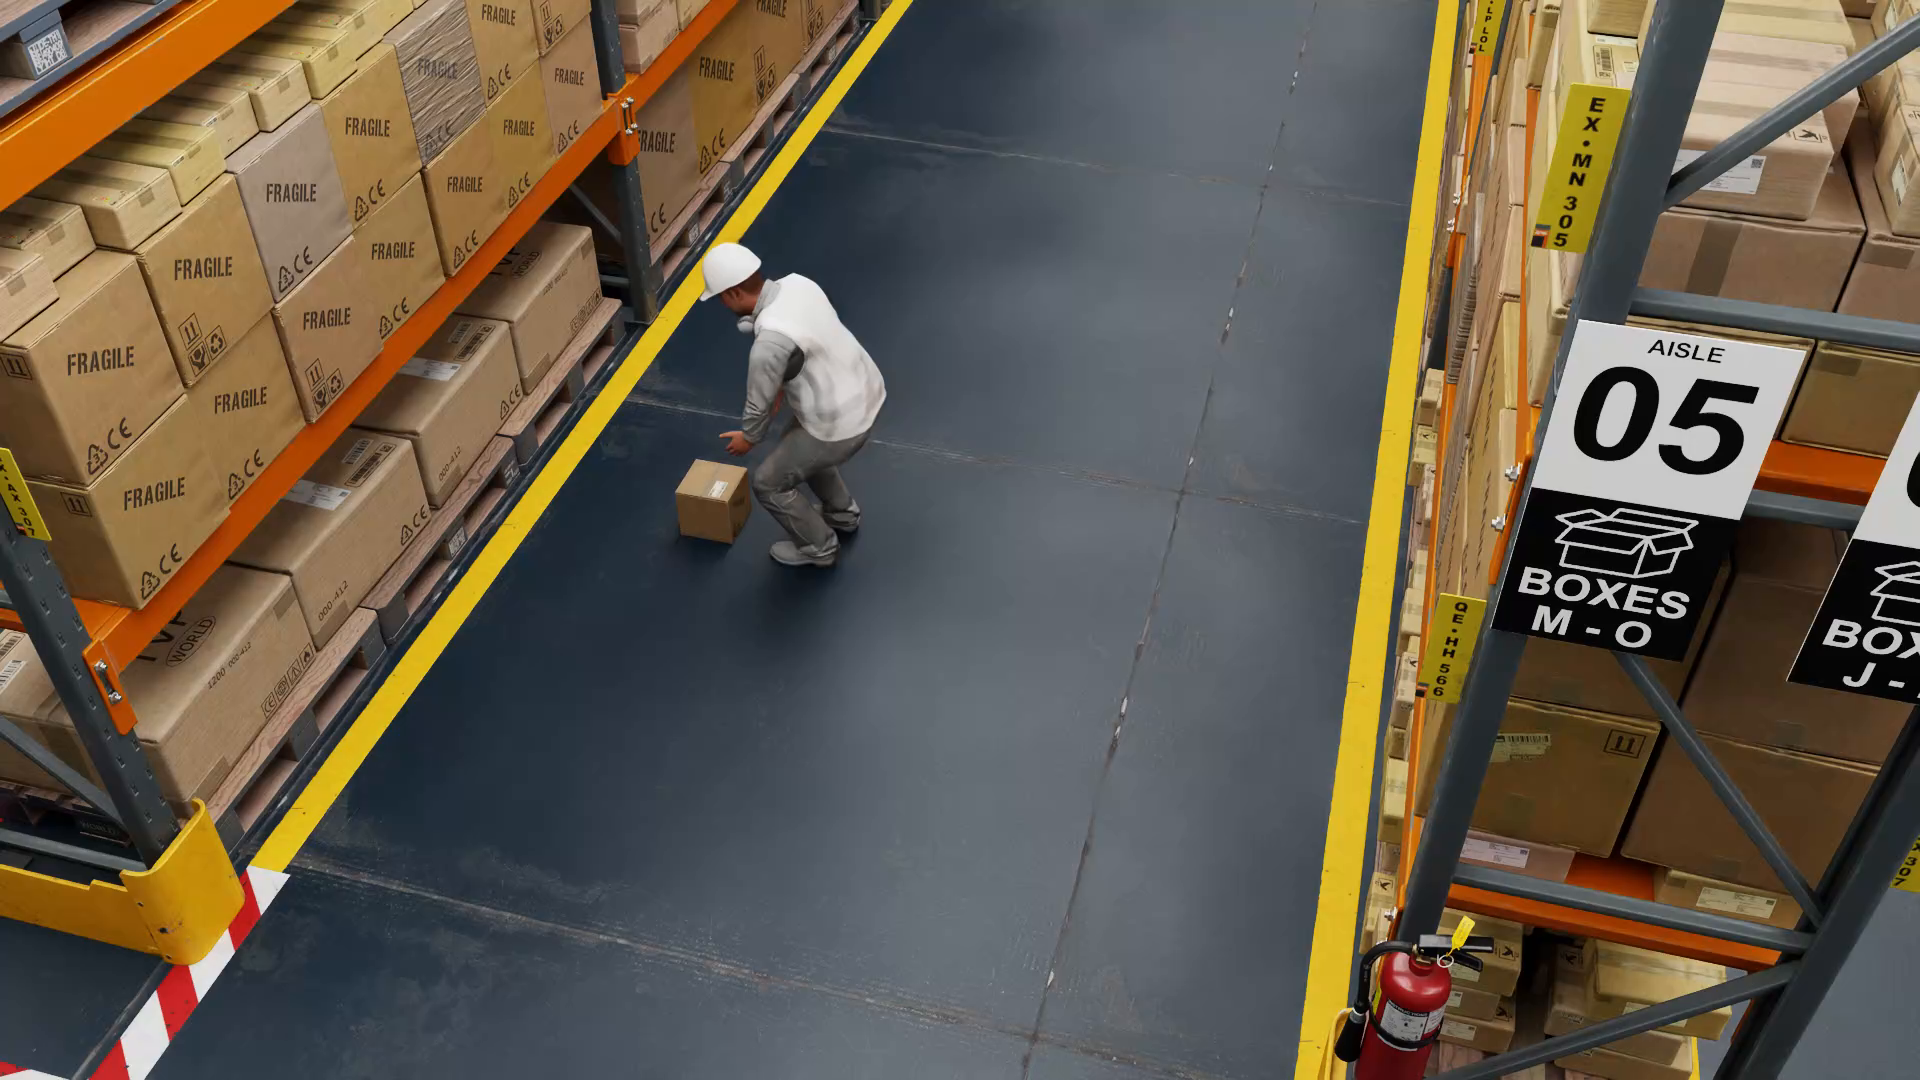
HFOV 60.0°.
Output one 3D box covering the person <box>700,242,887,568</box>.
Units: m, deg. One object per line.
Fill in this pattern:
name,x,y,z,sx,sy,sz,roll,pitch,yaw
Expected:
person,-0.687,-0.548,6.984,0.714,1.506,0.590,10,42,12
